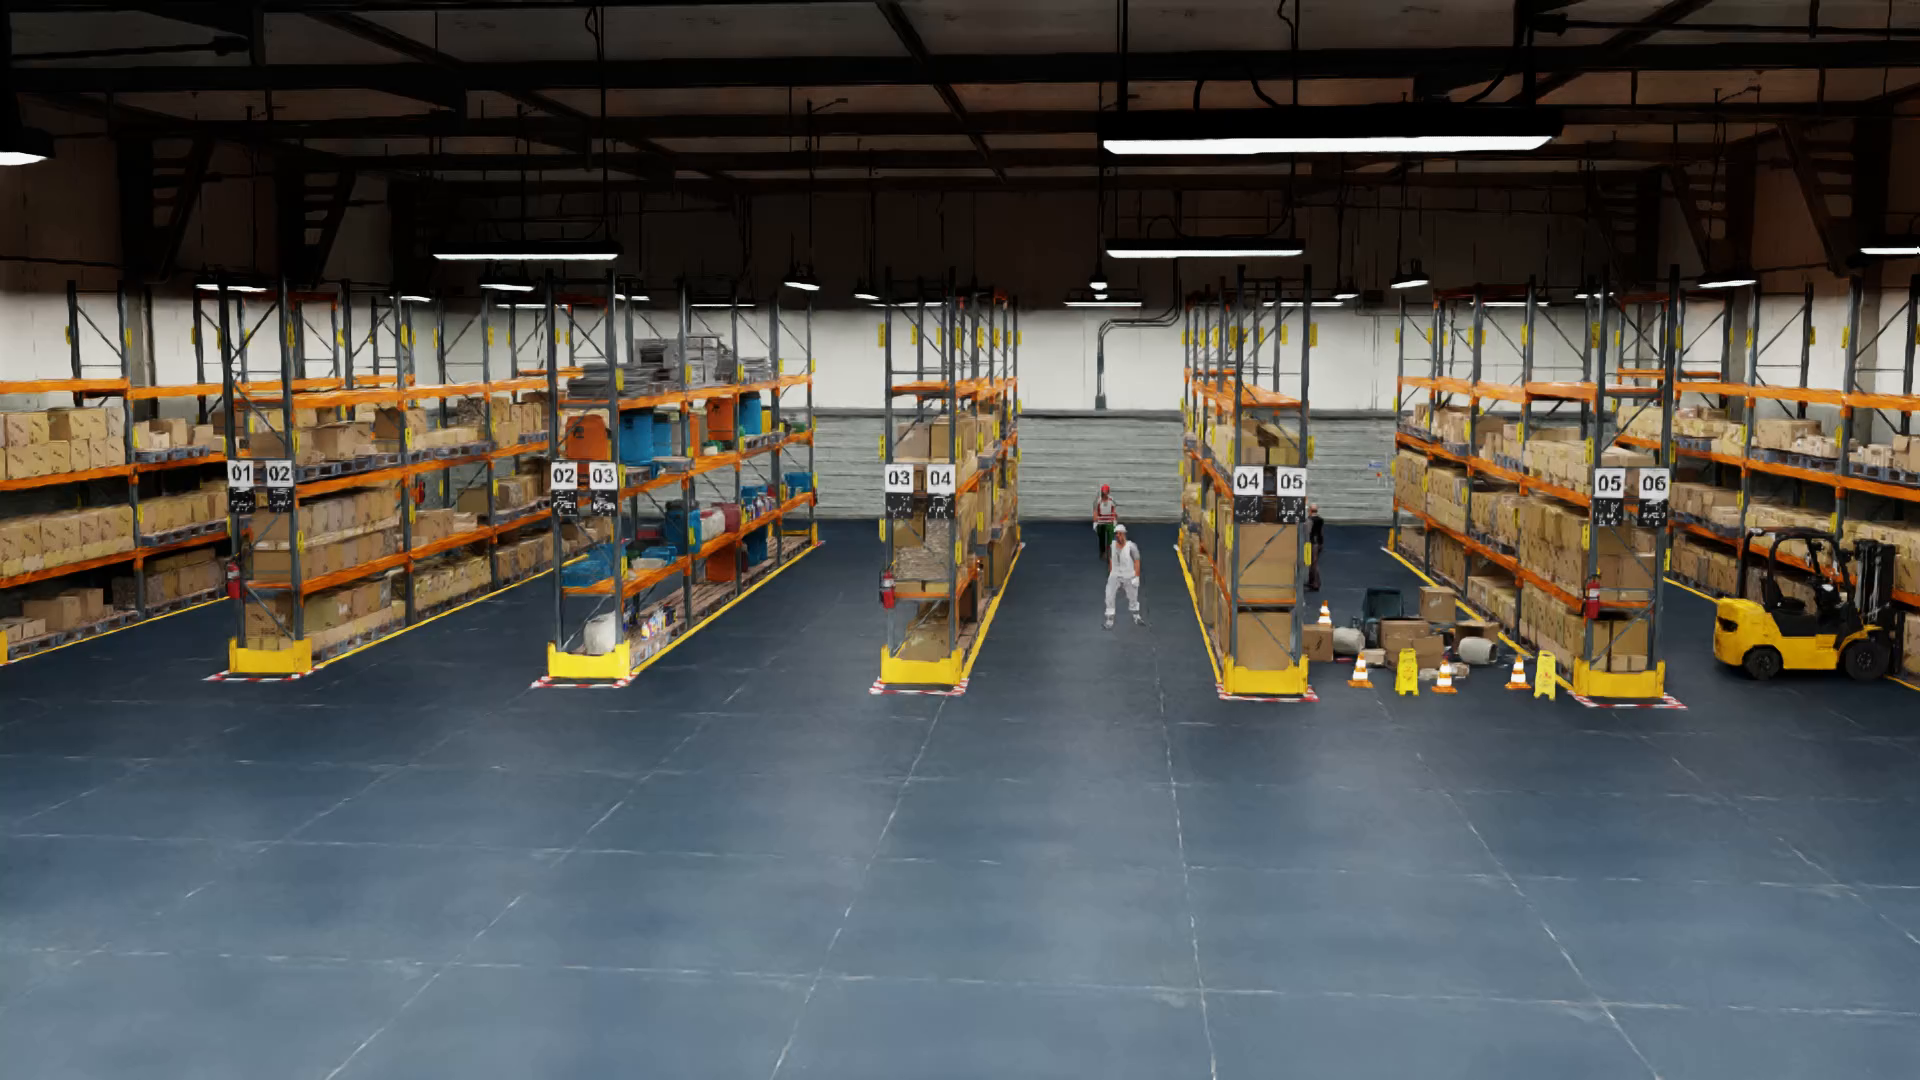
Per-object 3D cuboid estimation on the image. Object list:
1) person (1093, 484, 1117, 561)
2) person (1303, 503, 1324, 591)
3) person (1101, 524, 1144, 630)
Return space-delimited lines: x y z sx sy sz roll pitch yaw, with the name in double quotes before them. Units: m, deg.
"person" 3.268 -0.413 37.513 0.553 1.706 1.123 1 7 7
"person" 6.991 0.118 33.092 0.576 1.718 0.626 5 9 36
"person" 2.655 0.587 27.028 0.596 1.724 0.976 3 8 25
